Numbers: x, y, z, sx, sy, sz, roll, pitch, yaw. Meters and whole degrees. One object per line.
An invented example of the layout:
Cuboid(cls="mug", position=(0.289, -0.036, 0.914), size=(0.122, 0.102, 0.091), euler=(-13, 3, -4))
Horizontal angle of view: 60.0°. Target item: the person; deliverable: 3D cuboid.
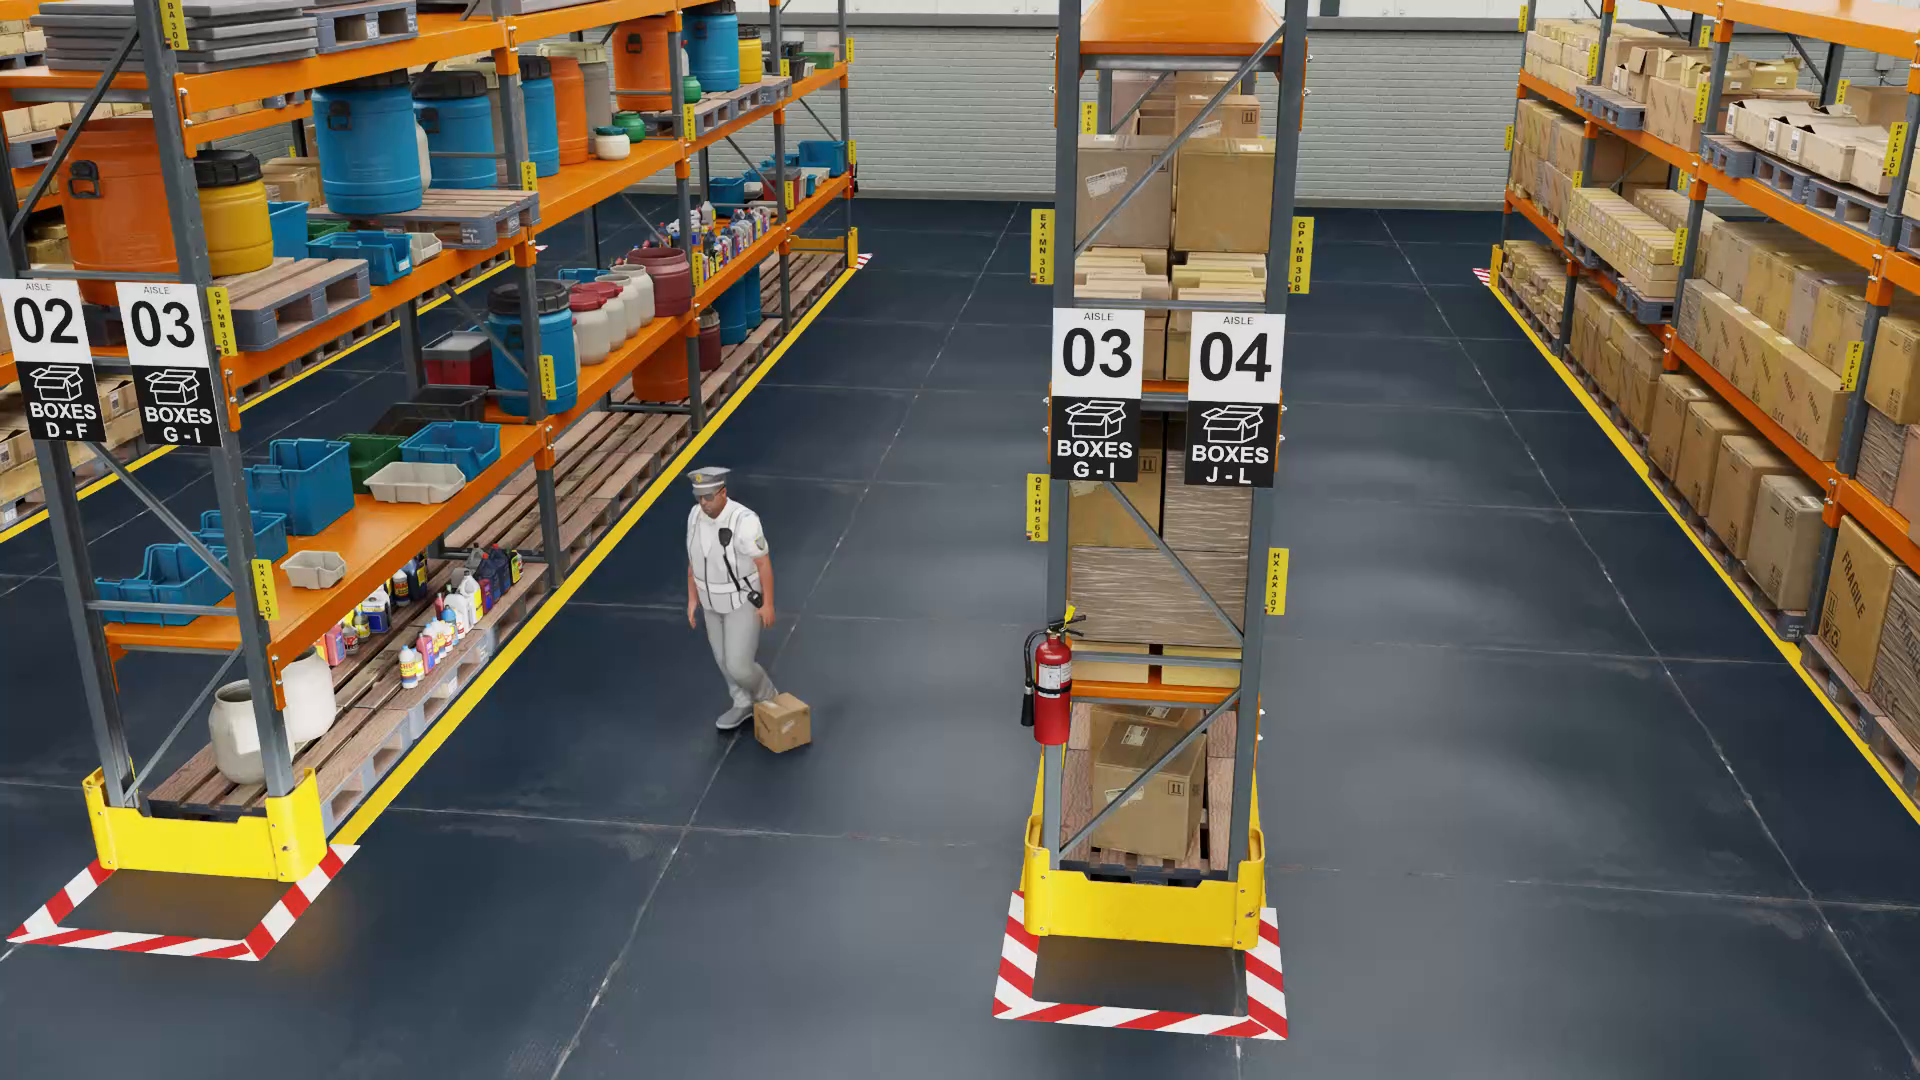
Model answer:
Cuboid(cls="person", position=(-1.378, 0.378, 10.070), size=(0.559, 1.757, 0.463), euler=(14, 25, 32))
